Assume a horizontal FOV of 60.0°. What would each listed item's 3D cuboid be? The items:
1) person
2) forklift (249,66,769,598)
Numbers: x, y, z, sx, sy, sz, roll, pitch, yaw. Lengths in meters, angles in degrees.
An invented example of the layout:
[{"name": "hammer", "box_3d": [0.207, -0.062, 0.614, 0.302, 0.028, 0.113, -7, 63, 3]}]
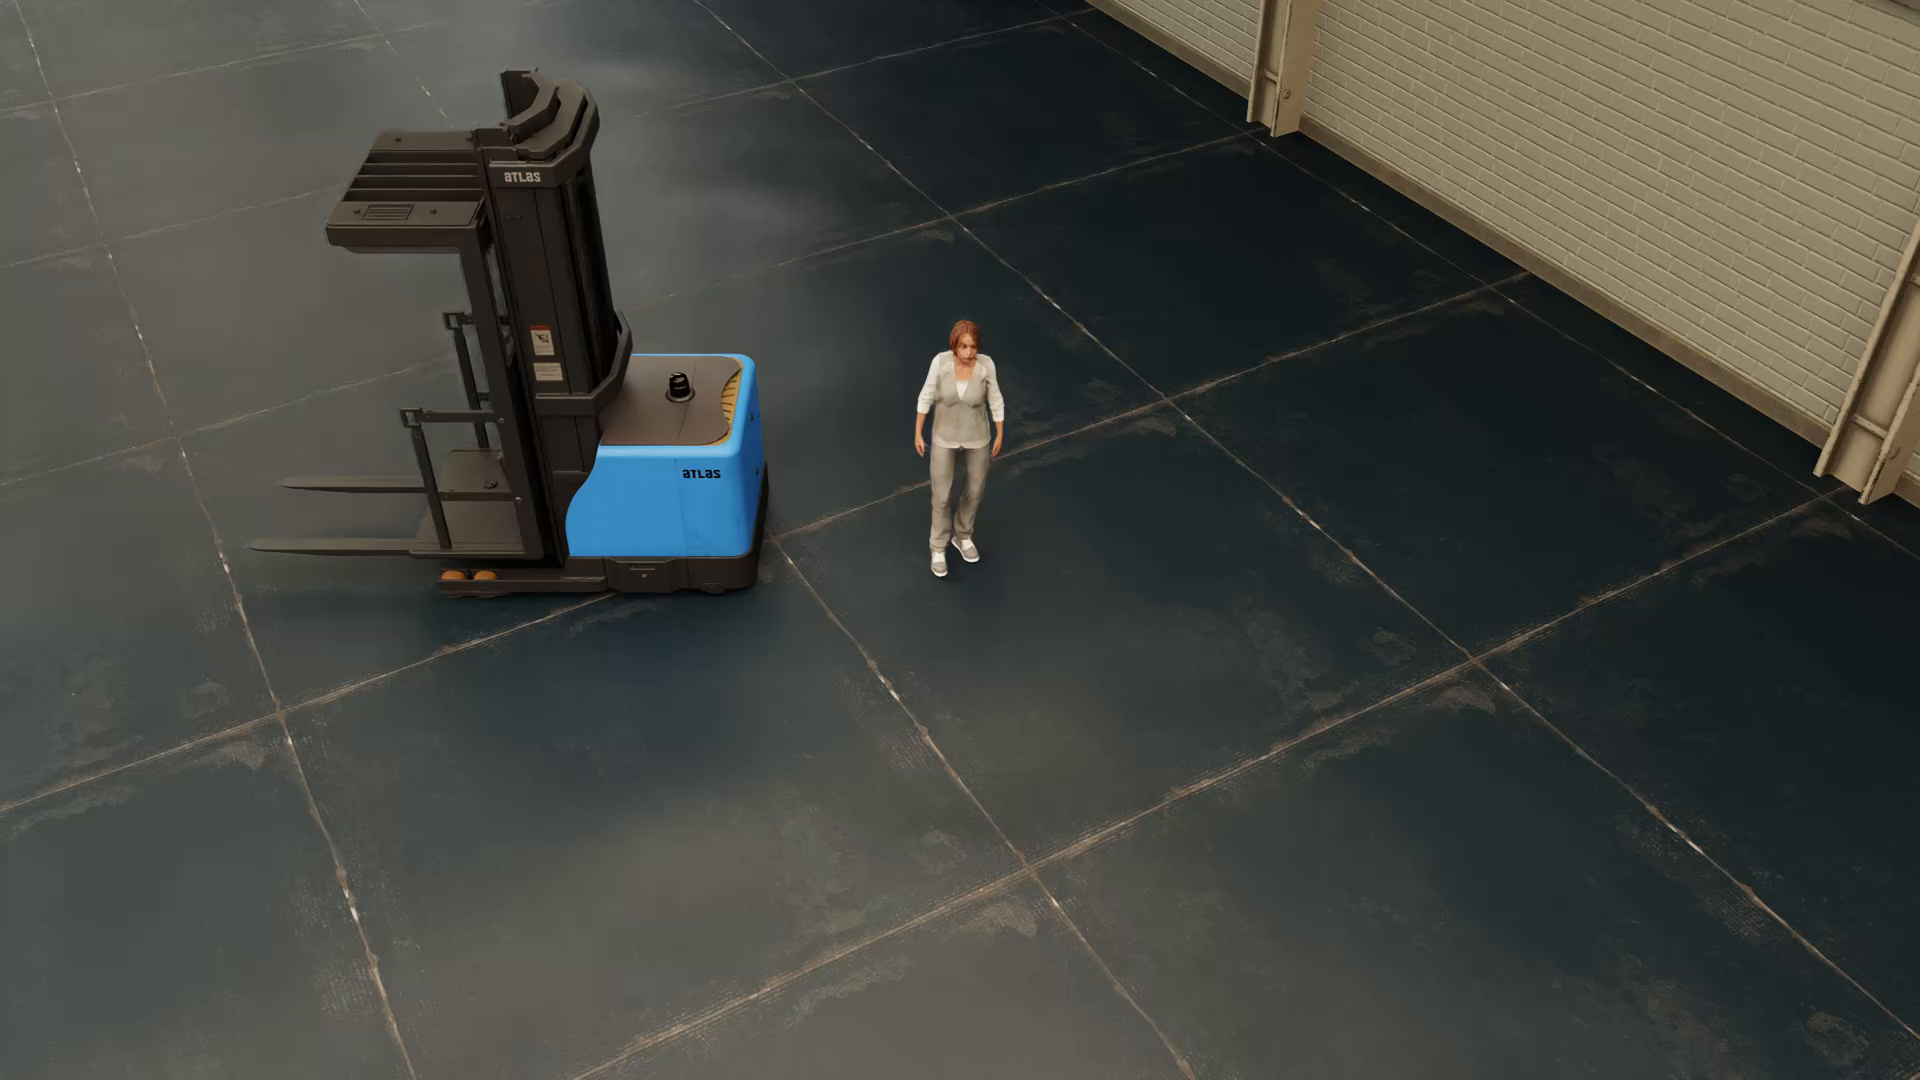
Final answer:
[{"name": "person", "box_3d": [0.000, -0.525, 9.736, 0.528, 1.574, 0.489, -1, 40, -1]}, {"name": "forklift", "box_3d": [-2.733, -1.121, 9.387, 3.031, 2.935, 1.130, 0, 40, 0]}]
